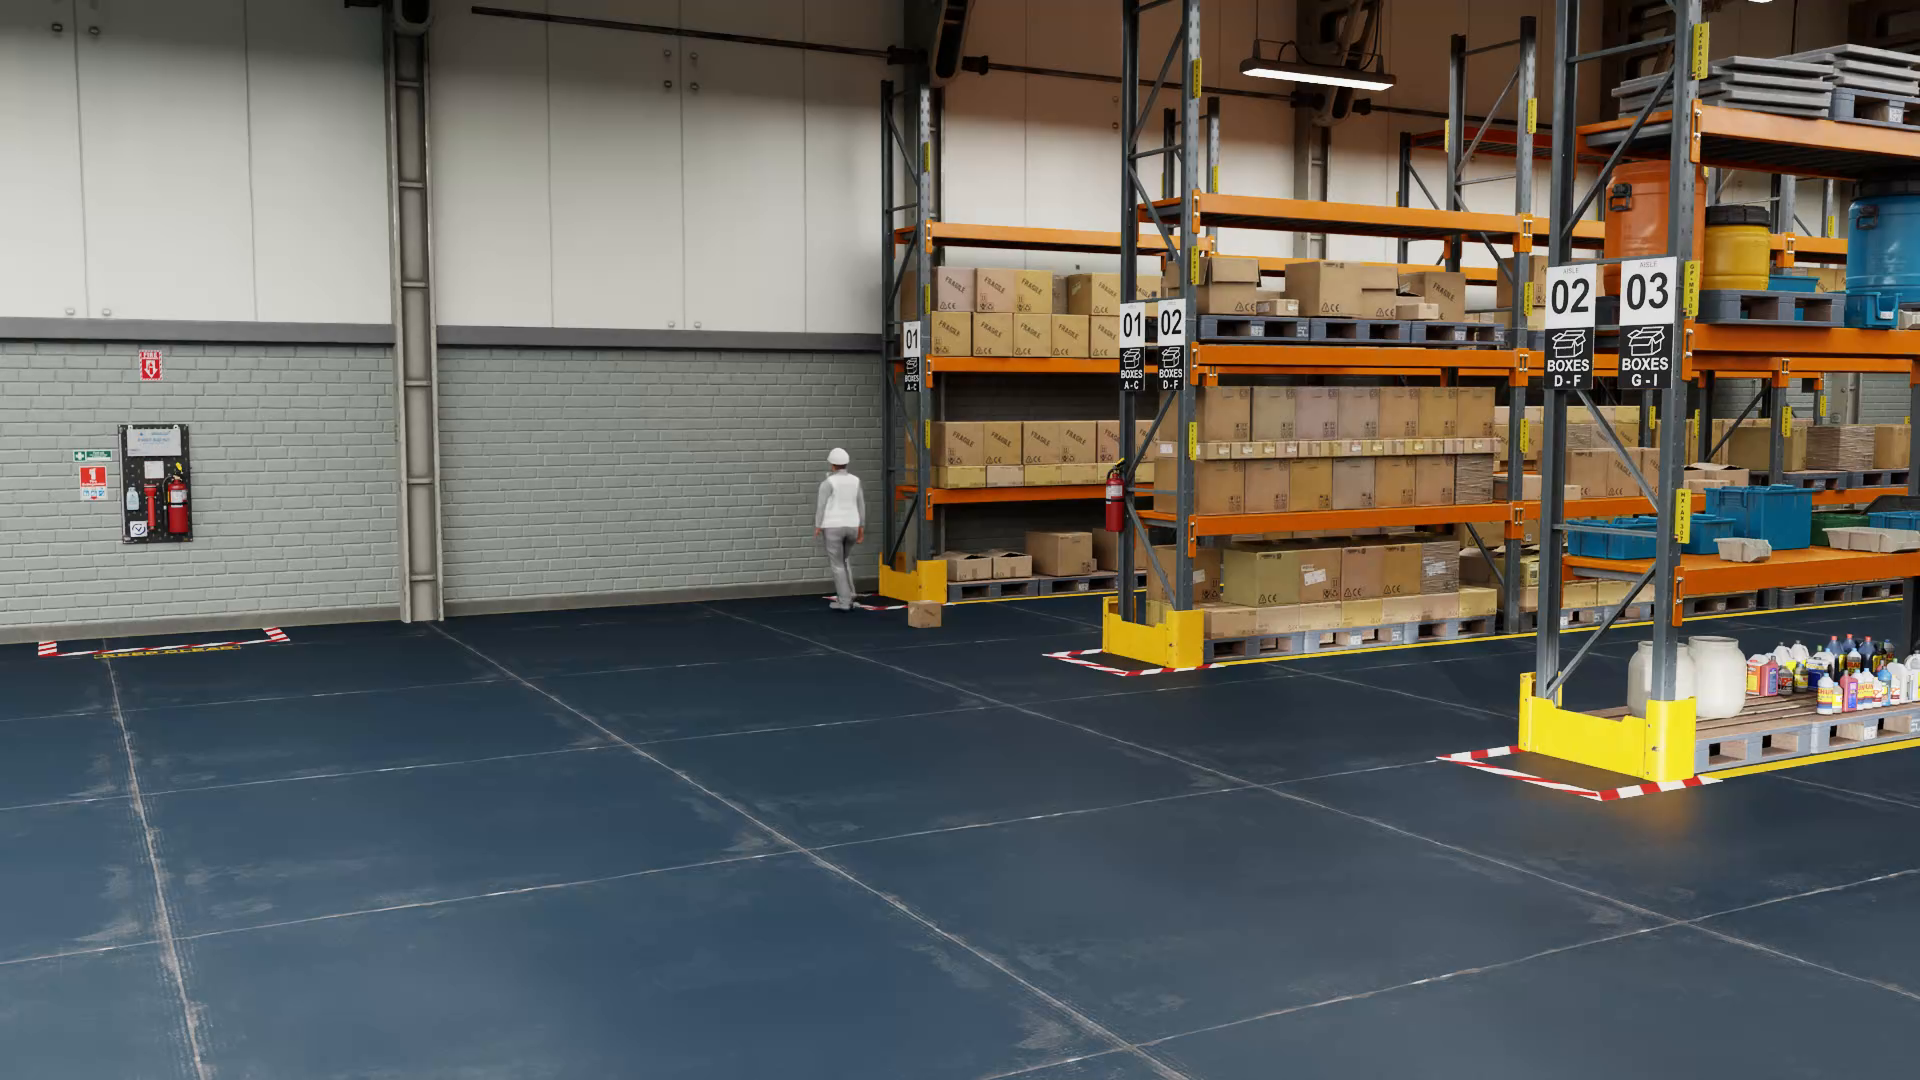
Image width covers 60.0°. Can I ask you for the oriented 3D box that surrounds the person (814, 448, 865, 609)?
[{"bbox_3d":[-1.336,-0.105,18.281,0.547,1.816,0.501,-4,6,-40],"label":"person"}]
